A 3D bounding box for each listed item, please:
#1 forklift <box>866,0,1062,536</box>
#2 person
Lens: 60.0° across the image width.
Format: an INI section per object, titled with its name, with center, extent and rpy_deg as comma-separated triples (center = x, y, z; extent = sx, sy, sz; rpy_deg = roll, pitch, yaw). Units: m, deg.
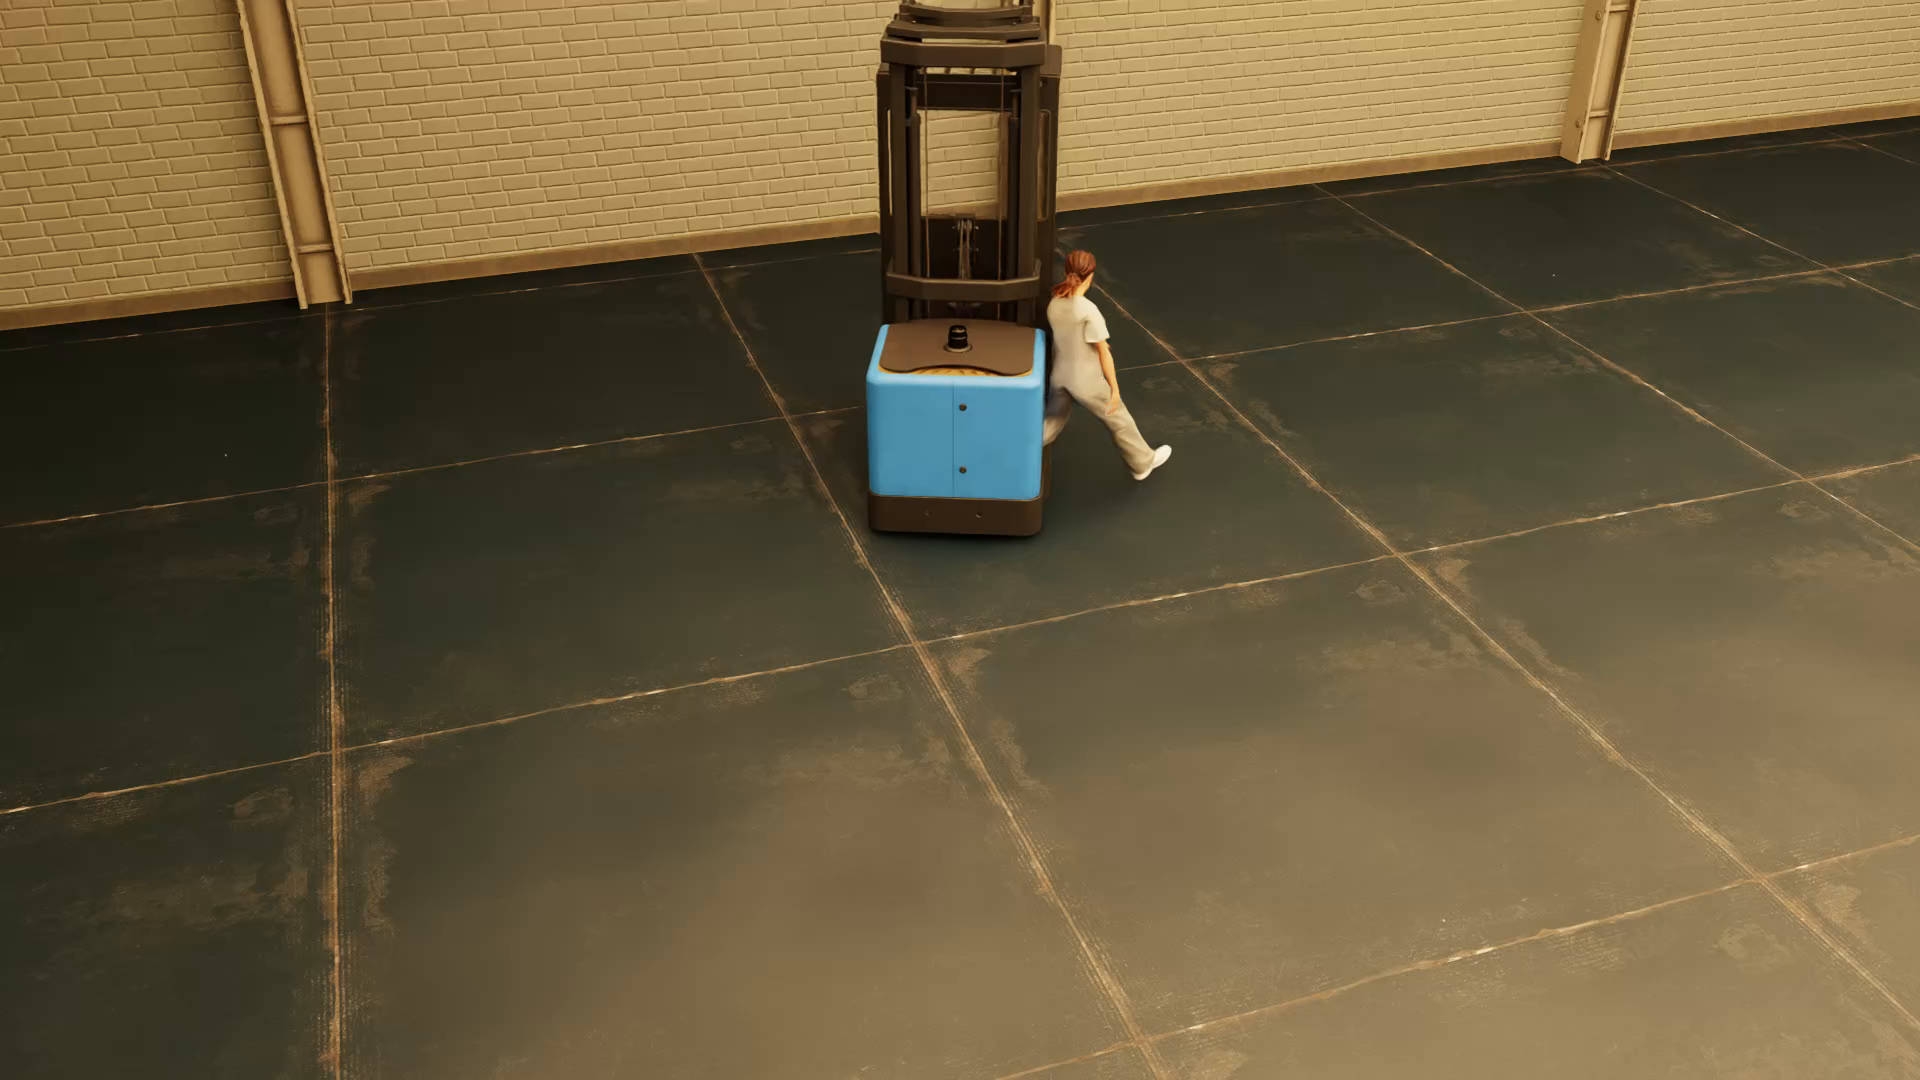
[forklift]
center = 0.066, -2.000, 10.562
extent = 1.130, 2.935, 3.031
rpy_deg = 2, 30, 3
[person]
center = 0.827, -1.034, 10.256
extent = 0.972, 1.598, 0.745
rpy_deg = -25, 38, -36
